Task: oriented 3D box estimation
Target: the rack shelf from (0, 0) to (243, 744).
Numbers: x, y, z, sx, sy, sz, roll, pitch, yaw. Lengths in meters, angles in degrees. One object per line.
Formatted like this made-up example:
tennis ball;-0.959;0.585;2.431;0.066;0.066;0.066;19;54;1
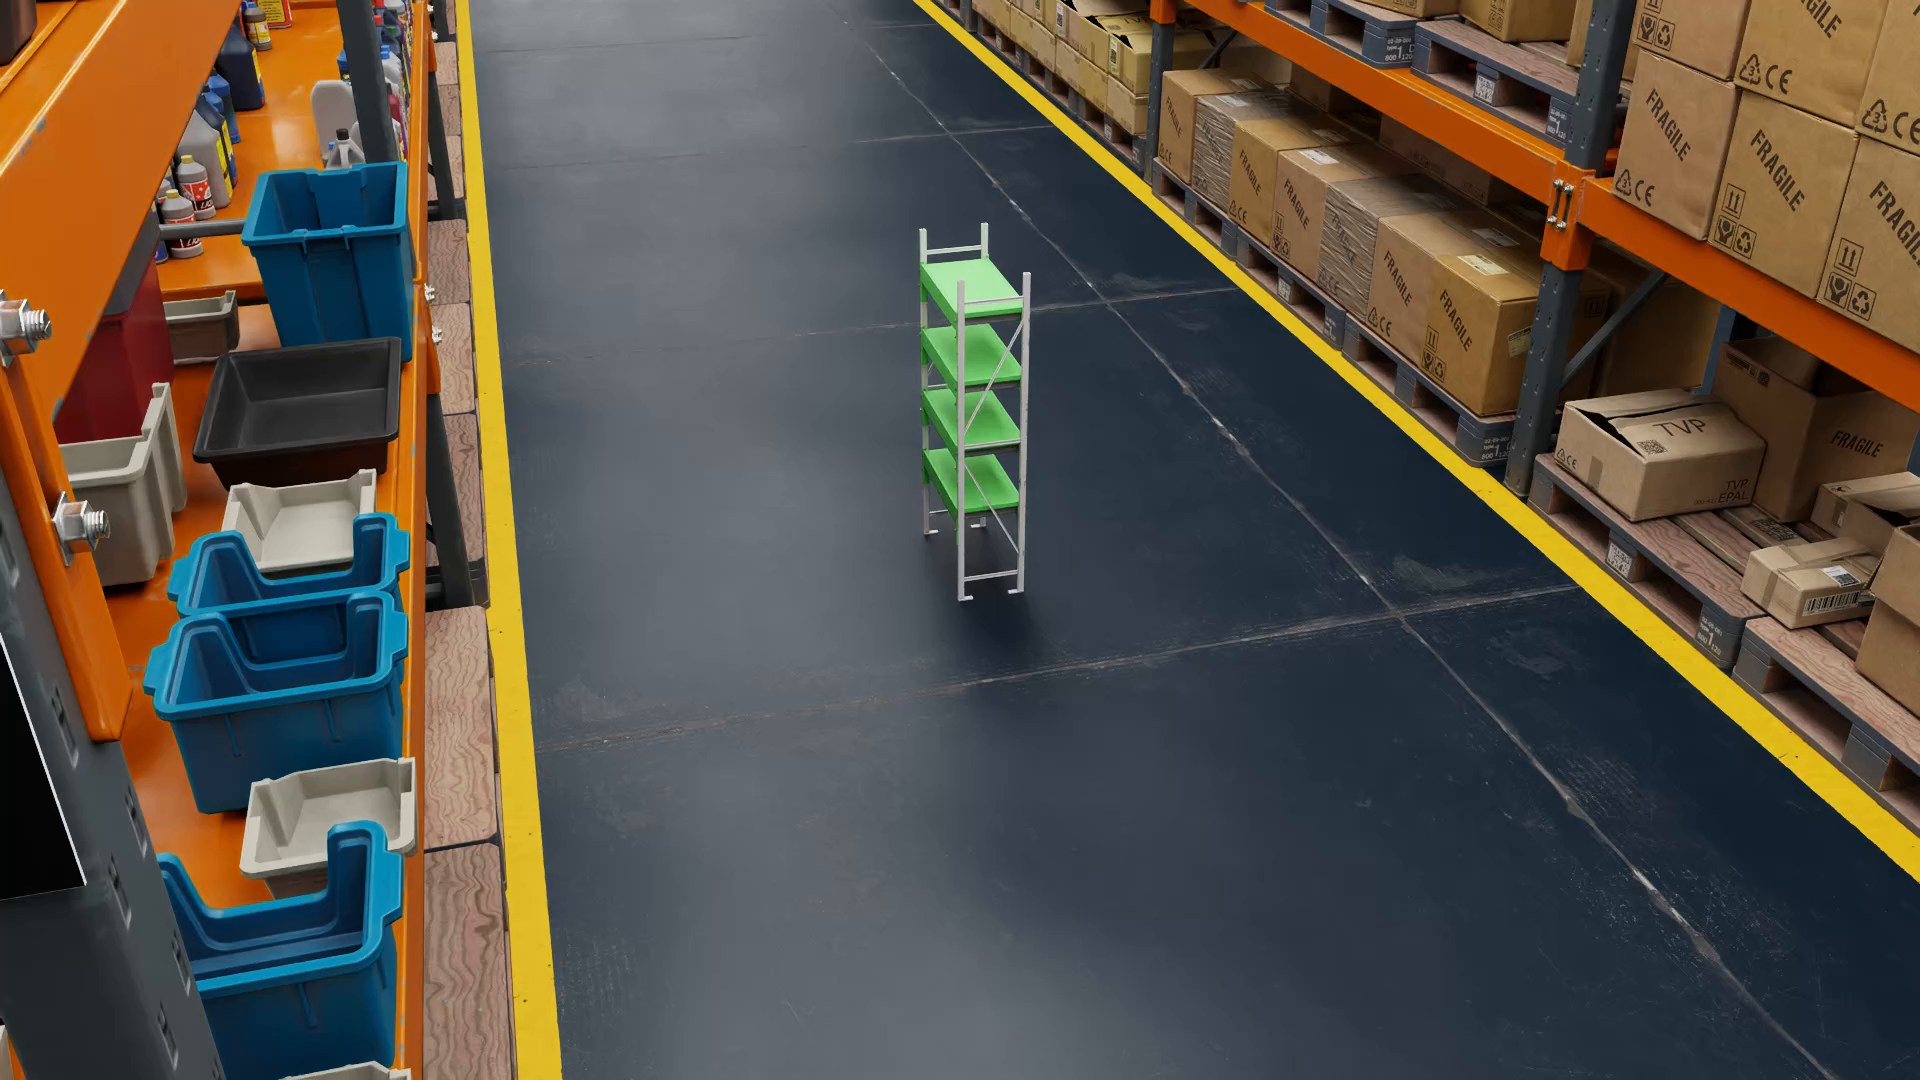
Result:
rack shelf;-1.586;-0.917;2.564;1.077;0.370;4.000;-8;31;-13

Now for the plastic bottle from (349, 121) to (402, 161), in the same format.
plastic bottle;-1.970;-1.293;5.614;0.152;0.276;0.135;-8;31;-13

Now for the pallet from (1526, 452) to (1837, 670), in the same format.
pallet;2.841;-0.014;6.064;1.003;0.211;1.213;-8;31;-13

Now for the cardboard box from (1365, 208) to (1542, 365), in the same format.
cardboard box;2.129;-1.102;7.215;0.500;0.500;0.500;-8;31;-13

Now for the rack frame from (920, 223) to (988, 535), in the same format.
rack frame;-0.021;-0.557;6.015;0.240;1.200;0.015;-8;31;-13

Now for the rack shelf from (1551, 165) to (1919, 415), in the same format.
rack shelf;3.191;-0.276;4.450;1.077;0.370;4.000;-8;31;-13

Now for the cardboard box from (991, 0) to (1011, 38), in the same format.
cardboard box;0.539;-3.934;12.377;0.500;0.250;0.500;-7;31;-12

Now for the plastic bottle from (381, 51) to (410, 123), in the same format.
plastic bottle;-2.184;-1.733;6.379;0.097;0.271;0.097;0;30;0

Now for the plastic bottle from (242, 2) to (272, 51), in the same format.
plastic bottle;-3.137;-2.292;7.414;0.097;0.201;0.097;0;30;0

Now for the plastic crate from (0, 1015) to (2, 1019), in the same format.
plastic crate;-1.509;0.612;2.401;0.396;0.136;0.243;-8;31;-13

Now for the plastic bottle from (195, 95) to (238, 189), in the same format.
plastic bottle;-2.587;-1.384;5.695;0.144;0.351;0.185;-8;31;-13

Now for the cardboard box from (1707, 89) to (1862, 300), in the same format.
cardboard box;2.671;-1.067;4.999;0.500;0.500;0.500;-7;31;-12

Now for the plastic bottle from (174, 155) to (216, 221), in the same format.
plastic bottle;-2.515;-1.159;5.457;0.097;0.201;0.097;0;30;0

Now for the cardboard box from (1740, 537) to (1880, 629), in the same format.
cardboard box;2.802;0.131;5.419;0.380;0.166;0.250;-8;31;-13

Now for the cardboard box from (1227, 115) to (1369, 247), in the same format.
cardboard box;1.716;-1.840;8.492;0.500;0.500;0.500;-8;31;-14

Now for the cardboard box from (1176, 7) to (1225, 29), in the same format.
cardboard box;1.595;-3.264;10.660;0.500;0.311;0.500;-9;31;-15

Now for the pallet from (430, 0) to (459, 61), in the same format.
pallet;-4.378;-3.883;12.748;1.003;0.211;1.213;-8;31;-13

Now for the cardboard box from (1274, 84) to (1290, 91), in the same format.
cardboard box;1.742;-2.768;10.364;0.500;0.250;0.500;-8;31;-13

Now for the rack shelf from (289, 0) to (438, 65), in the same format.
rack shelf;-3.710;-3.483;9.991;1.077;0.370;4.000;-8;31;-13

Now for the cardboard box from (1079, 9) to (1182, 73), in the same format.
cardboard box;1.077;-3.190;10.532;0.500;0.311;0.500;-8;31;-14

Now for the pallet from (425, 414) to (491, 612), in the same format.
pallet;-2.282;-0.067;6.156;1.003;0.211;1.213;-8;31;-13

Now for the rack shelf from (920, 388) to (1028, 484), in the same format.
rack shelf;0.044;-0.384;5.843;0.258;0.148;0.480;-8;31;-13

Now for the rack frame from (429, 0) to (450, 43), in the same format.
rack frame;-4.240;-4.760;11.479;1.000;3.000;0.127;-8;31;-13

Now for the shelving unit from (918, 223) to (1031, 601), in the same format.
shelving unit;0.044;-0.439;5.811;0.258;1.200;0.503;-8;31;-13

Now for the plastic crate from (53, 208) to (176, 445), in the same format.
plastic crate;-2.122;-0.485;3.970;0.402;0.464;0.583;-8;31;-13

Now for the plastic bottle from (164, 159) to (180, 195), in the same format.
plastic bottle;-2.630;-1.166;5.394;0.152;0.276;0.135;-8;31;-13

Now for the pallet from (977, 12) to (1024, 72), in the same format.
pallet;0.769;-3.859;12.707;1.003;0.211;1.213;-8;31;-13

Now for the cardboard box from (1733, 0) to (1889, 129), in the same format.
cardboard box;2.651;-1.515;4.775;0.500;0.500;0.500;-9;31;-15

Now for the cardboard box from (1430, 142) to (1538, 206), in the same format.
cardboard box;2.501;-1.735;7.561;0.500;0.250;0.500;-8;31;-13

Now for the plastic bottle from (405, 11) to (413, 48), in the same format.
plastic bottle;-2.508;-2.293;7.415;0.097;0.201;0.097;0;30;0

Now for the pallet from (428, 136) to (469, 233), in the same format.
pallet;-3.347;-2.000;9.495;1.003;0.211;1.213;-8;31;-13

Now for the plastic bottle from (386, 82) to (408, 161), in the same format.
plastic bottle;-2.039;-1.508;5.978;0.061;0.283;0.133;-8;31;-13

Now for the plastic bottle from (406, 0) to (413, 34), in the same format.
plastic bottle;-2.586;-2.434;7.659;0.097;0.201;0.097;0;30;0

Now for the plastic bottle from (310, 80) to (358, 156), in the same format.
plastic bottle;-2.265;-1.544;6.046;0.152;0.276;0.135;-8;31;-13

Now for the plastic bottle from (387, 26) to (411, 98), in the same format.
plastic bottle;-2.272;-1.933;6.712;0.061;0.283;0.133;-8;31;-13

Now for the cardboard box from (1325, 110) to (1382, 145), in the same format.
cardboard box;2.210;-1.923;8.634;0.500;0.500;0.500;-9;31;-15

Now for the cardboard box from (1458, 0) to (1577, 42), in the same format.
cardboard box;2.506;-2.360;6.814;0.700;0.500;0.500;-3;30;-5

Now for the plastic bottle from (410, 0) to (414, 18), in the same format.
plastic bottle;-2.660;-2.639;7.931;0.061;0.283;0.133;-8;31;-13

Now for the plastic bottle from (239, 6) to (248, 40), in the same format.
plastic bottle;-3.253;-2.299;7.351;0.152;0.276;0.135;-8;31;-13

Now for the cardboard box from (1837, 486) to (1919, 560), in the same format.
cardboard box;3.283;0.020;5.466;0.500;0.311;0.500;-8;31;-13

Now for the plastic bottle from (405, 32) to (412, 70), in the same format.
plastic bottle;-2.405;-2.105;7.090;0.097;0.201;0.097;0;30;0

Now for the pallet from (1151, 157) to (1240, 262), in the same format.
pallet;1.760;-1.912;9.343;1.003;0.211;1.213;-8;31;-13

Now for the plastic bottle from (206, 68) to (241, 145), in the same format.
plastic bottle;-2.746;-1.610;6.166;0.097;0.271;0.097;0;30;0

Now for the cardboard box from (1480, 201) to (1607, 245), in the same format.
cardboard box;2.614;-1.184;7.357;0.500;0.500;0.500;-7;31;-13

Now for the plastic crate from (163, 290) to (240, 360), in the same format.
plastic crate;-2.131;-0.564;4.434;0.396;0.136;0.243;-8;31;-13

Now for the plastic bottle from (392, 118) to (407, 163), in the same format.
plastic bottle;-2.026;-1.415;5.898;0.097;0.201;0.097;0;30;0

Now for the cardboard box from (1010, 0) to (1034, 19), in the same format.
cardboard box;0.672;-3.926;11.805;0.500;0.311;0.500;-9;31;-15

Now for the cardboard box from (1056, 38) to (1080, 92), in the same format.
cardboard box;0.952;-3.190;11.092;0.500;0.250;0.500;-7;31;-12

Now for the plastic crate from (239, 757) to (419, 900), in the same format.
plastic crate;-0.989;0.467;2.651;0.250;0.136;0.298;-8;31;-13

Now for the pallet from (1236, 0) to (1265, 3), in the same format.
pallet;1.846;-3.084;8.775;1.213;0.211;1.003;-8;31;-13

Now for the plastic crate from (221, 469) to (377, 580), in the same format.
plastic crate;-1.365;-0.007;3.471;0.293;0.136;0.466;-8;31;-13

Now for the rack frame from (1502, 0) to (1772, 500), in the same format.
rack frame;2.660;-1.553;5.939;1.000;3.000;0.127;-8;31;-13
